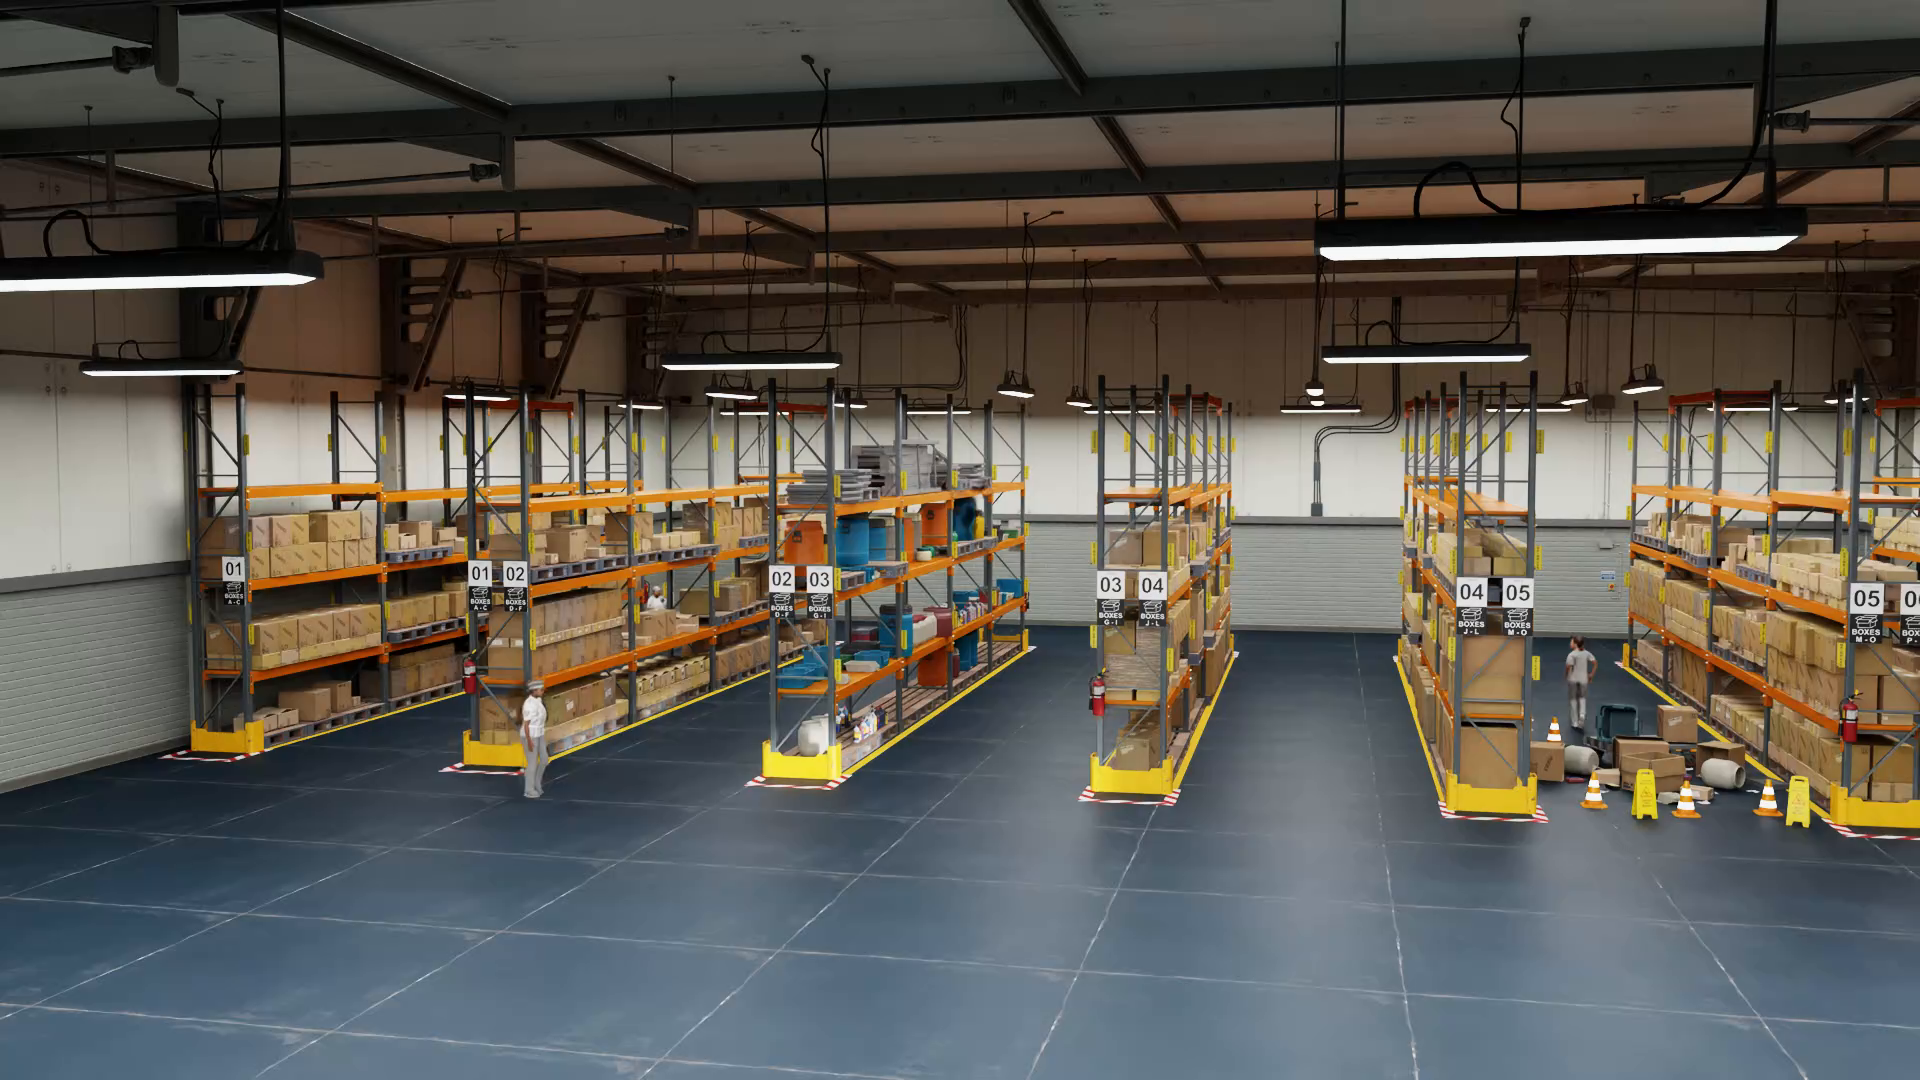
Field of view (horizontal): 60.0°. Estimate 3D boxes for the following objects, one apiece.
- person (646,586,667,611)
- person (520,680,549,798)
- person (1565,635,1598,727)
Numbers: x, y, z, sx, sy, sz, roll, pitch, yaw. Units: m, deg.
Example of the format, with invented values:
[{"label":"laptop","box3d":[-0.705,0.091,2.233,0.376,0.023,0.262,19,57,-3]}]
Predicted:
[{"label":"person","box3d":[-7.255,1.907,39.926,0.552,1.613,0.917,0,3,7]},{"label":"person","box3d":[-6.083,2.853,23.714,0.364,1.738,0.541,0,3,8]},{"label":"person","box3d":[11.018,2.510,29.514,0.567,1.637,0.463,1,3,14]}]
